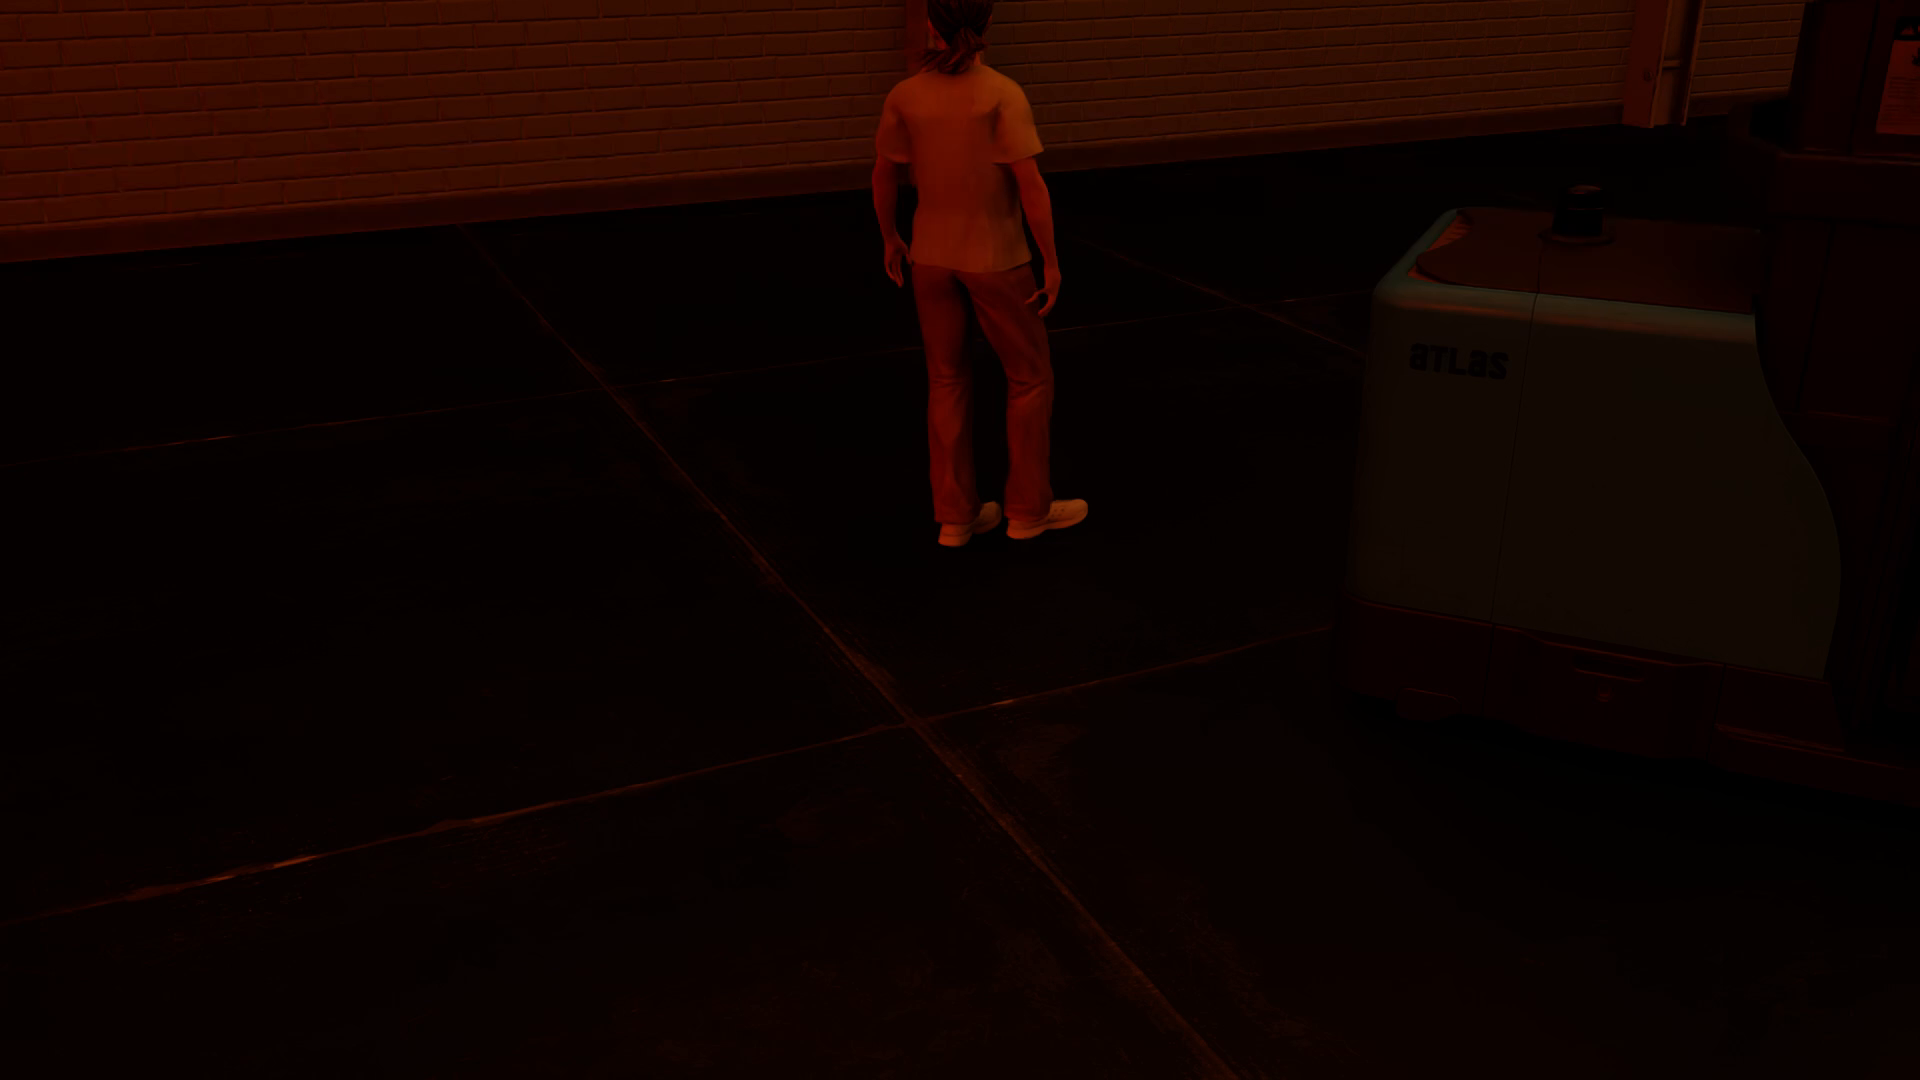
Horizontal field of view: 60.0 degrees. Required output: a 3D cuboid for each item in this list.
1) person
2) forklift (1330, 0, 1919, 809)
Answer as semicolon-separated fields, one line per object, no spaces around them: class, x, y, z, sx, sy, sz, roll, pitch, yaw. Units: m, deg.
person;0.046;-0.801;4.881;0.630;1.663;0.432;8;24;18
forklift;2.477;-0.871;3.384;3.031;2.935;1.130;10;25;23
